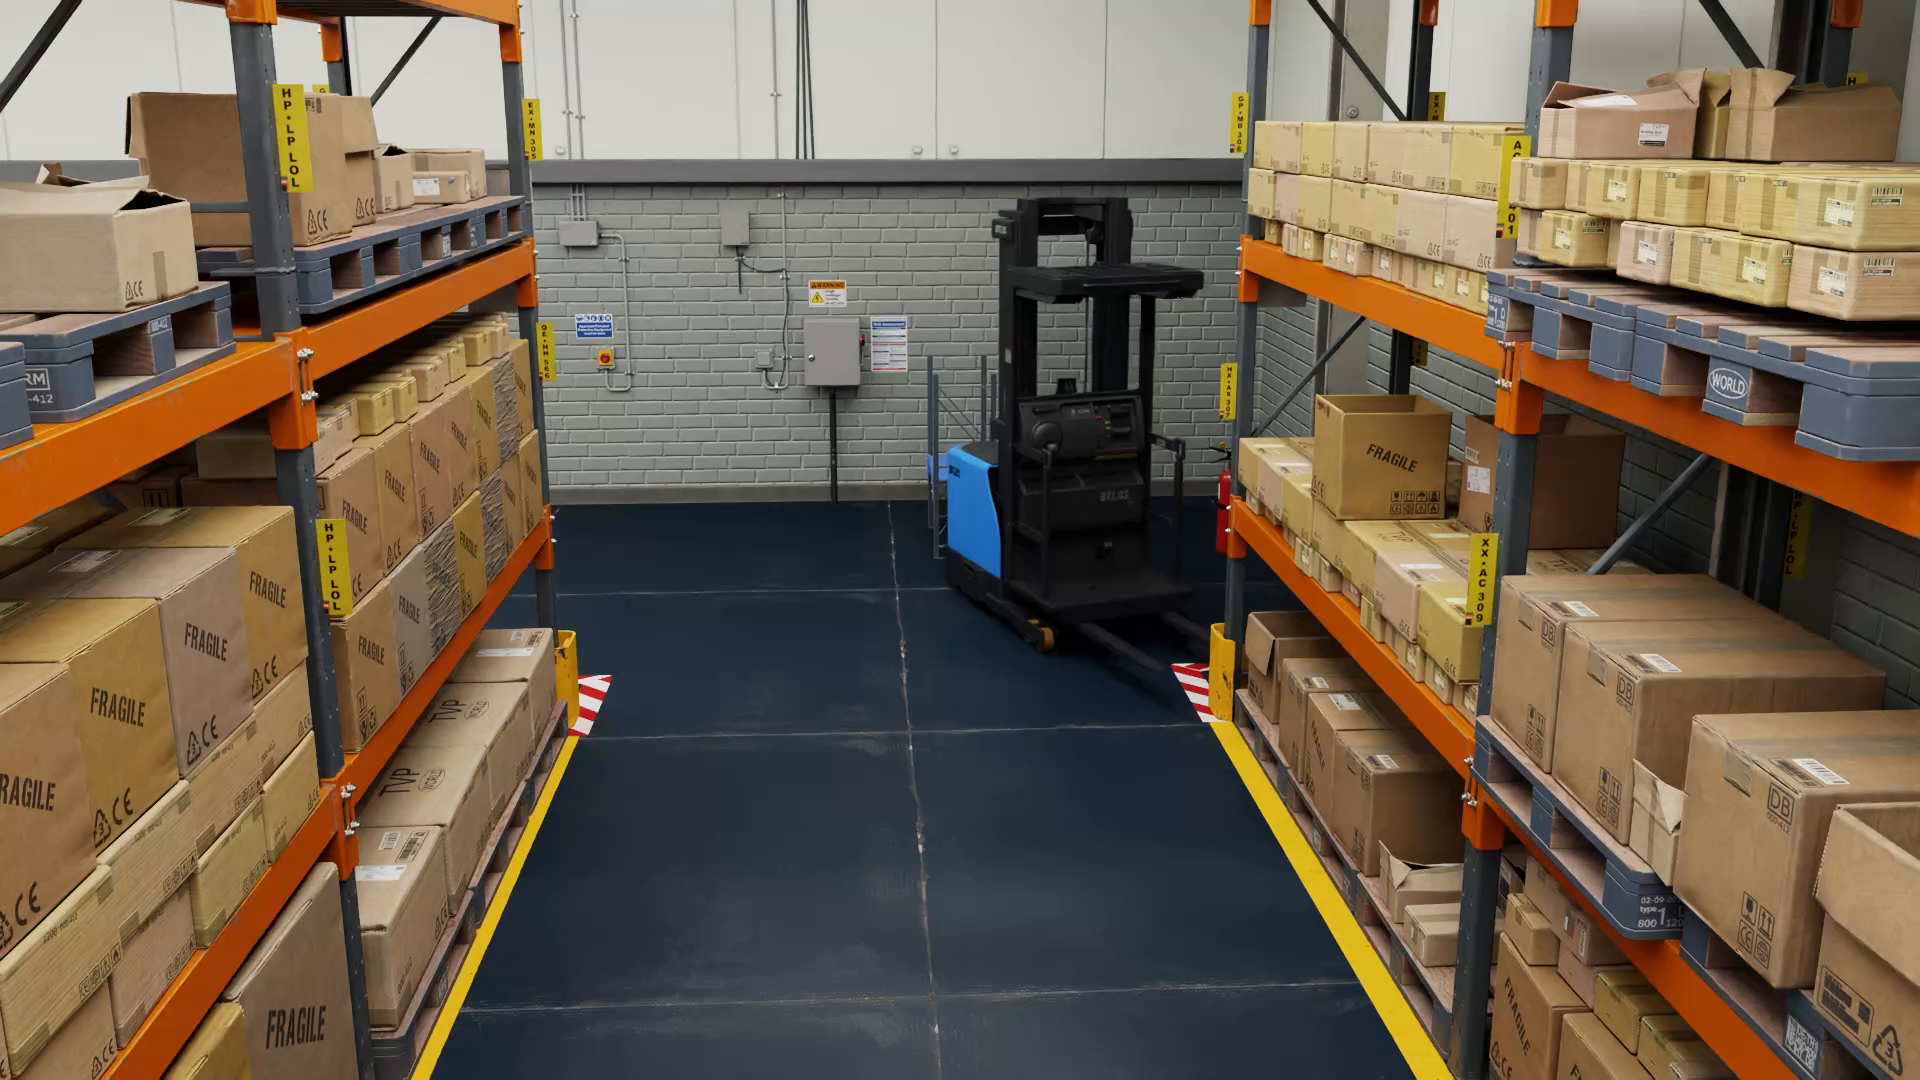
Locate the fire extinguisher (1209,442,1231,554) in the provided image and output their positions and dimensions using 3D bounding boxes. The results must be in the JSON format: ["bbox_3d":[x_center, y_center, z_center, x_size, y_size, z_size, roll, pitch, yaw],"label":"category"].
[{"bbox_3d":[1.626,-0.260,9.922,0.296,0.674,0.183,-1,14,-3],"label":"fire extinguisher"}]

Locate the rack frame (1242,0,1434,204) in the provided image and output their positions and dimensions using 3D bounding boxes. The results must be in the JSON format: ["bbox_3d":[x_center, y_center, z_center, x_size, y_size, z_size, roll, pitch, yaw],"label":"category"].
[{"bbox_3d":[2.096,-3.354,9.004,1.000,3.000,0.127,-1,14,-3],"label":"rack frame"}]

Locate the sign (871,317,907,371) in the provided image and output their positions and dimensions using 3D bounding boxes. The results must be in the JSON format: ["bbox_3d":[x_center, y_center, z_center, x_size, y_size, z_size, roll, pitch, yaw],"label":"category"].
[{"bbox_3d":[-0.645,-1.783,15.126,0.329,0.494,0.001,-1,14,-3],"label":"sign"}]

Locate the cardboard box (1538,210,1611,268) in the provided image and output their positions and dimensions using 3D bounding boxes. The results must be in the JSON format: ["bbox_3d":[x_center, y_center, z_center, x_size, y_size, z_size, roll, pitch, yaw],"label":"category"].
[{"bbox_3d":[1.947,-0.892,4.913,0.380,0.149,0.250,-1,14,-3],"label":"cardboard box"}]

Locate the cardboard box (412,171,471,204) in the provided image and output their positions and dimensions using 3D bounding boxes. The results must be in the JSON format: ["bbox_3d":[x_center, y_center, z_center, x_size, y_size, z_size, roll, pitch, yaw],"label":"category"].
[{"bbox_3d":[-2.634,-1.741,8.213,0.380,0.149,0.250,-2,15,-8],"label":"cardboard box"}]

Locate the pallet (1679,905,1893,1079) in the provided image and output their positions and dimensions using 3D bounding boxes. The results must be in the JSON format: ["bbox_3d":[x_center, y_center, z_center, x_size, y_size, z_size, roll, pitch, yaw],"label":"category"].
[{"bbox_3d":[2.467,1.150,3.923,1.003,0.211,1.213,-1,14,-3],"label":"pallet"}]

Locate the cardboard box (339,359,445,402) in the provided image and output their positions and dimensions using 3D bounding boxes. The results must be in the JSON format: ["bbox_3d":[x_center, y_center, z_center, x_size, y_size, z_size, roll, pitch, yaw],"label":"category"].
[{"bbox_3d":[-2.446,-0.685,7.160,0.380,0.149,0.250,-1,14,-3],"label":"cardboard box"}]

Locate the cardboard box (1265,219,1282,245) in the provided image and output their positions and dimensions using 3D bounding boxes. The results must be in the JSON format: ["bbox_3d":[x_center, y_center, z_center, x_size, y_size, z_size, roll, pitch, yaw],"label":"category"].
[{"bbox_3d":[1.884,-1.697,9.087,0.380,0.149,0.250,-1,14,-2],"label":"cardboard box"}]

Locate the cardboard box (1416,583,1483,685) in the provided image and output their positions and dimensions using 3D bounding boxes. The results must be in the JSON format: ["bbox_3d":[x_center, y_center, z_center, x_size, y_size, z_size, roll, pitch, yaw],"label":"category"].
[{"bbox_3d":[2.069,0.351,6.345,0.500,0.250,0.500,-1,14,-2],"label":"cardboard box"}]

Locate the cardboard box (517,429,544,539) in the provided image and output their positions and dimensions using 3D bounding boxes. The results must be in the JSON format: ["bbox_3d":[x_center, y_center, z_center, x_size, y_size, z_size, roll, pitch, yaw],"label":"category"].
[{"bbox_3d":[-2.564,-0.304,8.988,0.500,0.500,0.500,-1,14,-3],"label":"cardboard box"}]

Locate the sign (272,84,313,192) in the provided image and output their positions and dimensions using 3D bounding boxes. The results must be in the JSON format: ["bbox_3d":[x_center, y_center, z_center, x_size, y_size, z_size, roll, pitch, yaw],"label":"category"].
[{"bbox_3d":[-2.069,-1.243,5.149,0.100,0.325,0.005,-1,14,-3],"label":"sign"}]

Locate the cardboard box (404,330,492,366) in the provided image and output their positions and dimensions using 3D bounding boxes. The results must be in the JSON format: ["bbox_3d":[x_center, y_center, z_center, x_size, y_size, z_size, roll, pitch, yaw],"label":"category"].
[{"bbox_3d":[-2.522,-0.943,8.163,0.380,0.149,0.250,-1,14,-2],"label":"cardboard box"}]

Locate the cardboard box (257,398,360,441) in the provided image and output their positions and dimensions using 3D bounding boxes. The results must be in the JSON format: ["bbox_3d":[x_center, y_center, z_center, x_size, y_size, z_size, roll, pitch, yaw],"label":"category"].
[{"bbox_3d":[-2.460,-0.432,6.178,0.380,0.149,0.250,-1,14,-4],"label":"cardboard box"}]

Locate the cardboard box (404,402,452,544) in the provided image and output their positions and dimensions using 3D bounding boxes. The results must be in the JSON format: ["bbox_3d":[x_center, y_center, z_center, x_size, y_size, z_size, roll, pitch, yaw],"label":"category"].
[{"bbox_3d":[-2.443,-0.285,6.906,0.500,0.500,0.500,-1,14,-2],"label":"cardboard box"}]

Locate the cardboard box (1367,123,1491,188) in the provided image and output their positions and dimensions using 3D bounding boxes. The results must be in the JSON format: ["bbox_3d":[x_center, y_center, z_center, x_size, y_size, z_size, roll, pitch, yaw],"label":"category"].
[{"bbox_3d":[2.009,-1.595,6.885,0.500,0.250,0.500,-1,14,-2],"label":"cardboard box"}]

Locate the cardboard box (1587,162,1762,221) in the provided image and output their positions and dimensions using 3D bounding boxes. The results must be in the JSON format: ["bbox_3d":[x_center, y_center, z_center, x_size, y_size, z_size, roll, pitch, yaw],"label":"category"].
[{"bbox_3d":[1.986,-0.971,4.625,0.380,0.149,0.250,-1,14,-4],"label":"cardboard box"}]

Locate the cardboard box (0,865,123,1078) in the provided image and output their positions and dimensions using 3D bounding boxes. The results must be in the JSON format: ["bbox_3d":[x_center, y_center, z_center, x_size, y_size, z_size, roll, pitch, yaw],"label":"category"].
[{"bbox_3d":[-2.215,0.940,3.652,0.500,0.250,0.500,-1,14,-2],"label":"cardboard box"}]

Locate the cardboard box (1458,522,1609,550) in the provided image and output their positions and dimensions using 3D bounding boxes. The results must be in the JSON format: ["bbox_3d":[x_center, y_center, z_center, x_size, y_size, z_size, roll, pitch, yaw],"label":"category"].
[{"bbox_3d":[2.515,0.094,7.345,0.500,0.250,0.500,-1,14,-2],"label":"cardboard box"}]

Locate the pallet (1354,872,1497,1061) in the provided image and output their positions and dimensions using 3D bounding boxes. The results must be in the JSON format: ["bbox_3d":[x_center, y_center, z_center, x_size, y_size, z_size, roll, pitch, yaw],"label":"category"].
[{"bbox_3d":[2.302,1.725,6.897,1.003,0.211,1.213,-1,14,-3],"label":"pallet"}]

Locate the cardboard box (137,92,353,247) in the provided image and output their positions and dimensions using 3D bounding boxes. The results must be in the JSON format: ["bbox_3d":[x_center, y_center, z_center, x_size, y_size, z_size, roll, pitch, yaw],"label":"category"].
[{"bbox_3d":[-2.437,-1.279,5.714,0.500,0.500,0.500,-1,14,-2],"label":"cardboard box"}]

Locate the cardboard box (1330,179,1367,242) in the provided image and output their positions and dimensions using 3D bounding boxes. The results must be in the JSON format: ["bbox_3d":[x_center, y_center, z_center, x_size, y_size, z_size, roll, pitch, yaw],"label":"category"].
[{"bbox_3d":[1.977,-1.477,7.430,0.500,0.250,0.500,-1,14,-4],"label":"cardboard box"}]

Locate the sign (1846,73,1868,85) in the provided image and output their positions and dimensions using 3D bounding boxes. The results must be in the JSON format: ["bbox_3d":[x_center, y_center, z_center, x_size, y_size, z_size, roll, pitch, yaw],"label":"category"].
[{"bbox_3d":[2.898,-1.358,5.435,0.100,0.325,0.005,-1,14,-3],"label":"sign"}]

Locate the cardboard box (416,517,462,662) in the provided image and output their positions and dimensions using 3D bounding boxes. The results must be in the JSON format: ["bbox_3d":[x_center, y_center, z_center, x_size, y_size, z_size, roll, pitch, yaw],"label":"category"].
[{"bbox_3d":[-2.429,0.205,7.009,0.500,0.500,0.500,-1,14,-3],"label":"cardboard box"}]

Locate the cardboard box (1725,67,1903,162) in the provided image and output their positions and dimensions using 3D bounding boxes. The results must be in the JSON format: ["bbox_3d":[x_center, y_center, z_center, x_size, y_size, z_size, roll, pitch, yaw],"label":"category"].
[{"bbox_3d":[2.481,-1.241,4.844,0.396,0.266,0.258,-1,14,-3],"label":"cardboard box"}]

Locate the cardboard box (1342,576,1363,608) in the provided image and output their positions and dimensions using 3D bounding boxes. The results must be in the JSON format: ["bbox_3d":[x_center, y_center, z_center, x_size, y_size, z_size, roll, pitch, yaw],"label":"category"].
[{"bbox_3d":[1.994,0.208,7.703,0.380,0.149,0.250,-1,14,-4],"label":"cardboard box"}]

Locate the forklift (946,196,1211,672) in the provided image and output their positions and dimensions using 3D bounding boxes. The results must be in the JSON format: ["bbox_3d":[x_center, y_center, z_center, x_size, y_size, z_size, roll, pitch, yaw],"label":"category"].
[{"bbox_3d":[0.921,-0.792,11.223,1.130,2.935,3.031,-6,16,-22],"label":"forklift"}]

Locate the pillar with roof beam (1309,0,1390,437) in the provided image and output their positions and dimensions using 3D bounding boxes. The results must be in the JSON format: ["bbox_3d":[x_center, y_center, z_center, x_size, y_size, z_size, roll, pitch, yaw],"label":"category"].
[{"bbox_3d":[-1.468,-3.972,11.406,9.100,9.000,0.400,-1,14,-3],"label":"pillar with roof beam"}]

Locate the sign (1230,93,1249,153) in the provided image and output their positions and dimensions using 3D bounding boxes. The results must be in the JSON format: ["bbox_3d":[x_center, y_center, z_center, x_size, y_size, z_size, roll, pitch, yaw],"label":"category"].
[{"bbox_3d":[1.554,-2.317,9.237,0.100,0.325,0.005,-1,14,-3],"label":"sign"}]

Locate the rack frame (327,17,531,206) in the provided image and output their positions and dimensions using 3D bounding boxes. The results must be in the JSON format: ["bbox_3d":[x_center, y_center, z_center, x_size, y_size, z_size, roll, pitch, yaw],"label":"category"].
[{"bbox_3d":[-2.858,-3.277,8.703,1.000,3.000,0.127,-1,14,-3],"label":"rack frame"}]

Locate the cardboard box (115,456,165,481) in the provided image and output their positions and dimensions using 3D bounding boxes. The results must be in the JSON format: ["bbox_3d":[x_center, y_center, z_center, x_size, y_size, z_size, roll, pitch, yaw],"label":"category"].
[{"bbox_3d":[-2.947,-0.295,5.645,0.380,0.149,0.250,-1,14,-5],"label":"cardboard box"}]

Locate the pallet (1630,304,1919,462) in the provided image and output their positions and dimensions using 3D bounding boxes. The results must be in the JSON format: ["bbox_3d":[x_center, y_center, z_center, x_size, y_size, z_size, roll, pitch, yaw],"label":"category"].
[{"bbox_3d":[2.381,-0.395,3.898,1.213,0.211,1.003,-1,14,-3],"label":"pallet"}]

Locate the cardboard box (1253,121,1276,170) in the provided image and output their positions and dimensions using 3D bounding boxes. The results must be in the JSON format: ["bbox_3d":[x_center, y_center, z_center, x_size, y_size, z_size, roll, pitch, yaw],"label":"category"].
[{"bbox_3d":[1.873,-2.101,8.854,0.500,0.250,0.500,-1,14,-4],"label":"cardboard box"}]

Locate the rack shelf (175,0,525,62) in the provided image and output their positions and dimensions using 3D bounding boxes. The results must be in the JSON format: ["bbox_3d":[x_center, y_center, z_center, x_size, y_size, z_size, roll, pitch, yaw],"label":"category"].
[{"bbox_3d":[-2.734,-2.237,6.909,1.077,0.370,4.000,-1,14,-3],"label":"rack shelf"}]

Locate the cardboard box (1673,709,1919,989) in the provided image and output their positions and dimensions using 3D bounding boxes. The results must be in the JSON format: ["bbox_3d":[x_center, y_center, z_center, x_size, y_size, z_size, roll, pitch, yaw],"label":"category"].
[{"bbox_3d":[2.231,0.742,4.081,0.700,0.500,0.500,-1,14,-4],"label":"cardboard box"}]

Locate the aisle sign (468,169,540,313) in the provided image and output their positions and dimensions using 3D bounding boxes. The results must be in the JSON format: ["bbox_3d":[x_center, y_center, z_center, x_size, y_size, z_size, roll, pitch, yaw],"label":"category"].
[{"bbox_3d":[-2.553,-1.653,9.215,0.394,0.787,0.004,-1,14,-3],"label":"aisle sign"}]

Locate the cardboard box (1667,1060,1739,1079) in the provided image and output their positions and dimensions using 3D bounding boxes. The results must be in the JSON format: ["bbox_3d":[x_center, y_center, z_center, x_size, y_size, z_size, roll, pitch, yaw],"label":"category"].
[{"bbox_3d":[2.231,1.594,4.683,0.380,0.149,0.250,-1,14,-4],"label":"cardboard box"}]

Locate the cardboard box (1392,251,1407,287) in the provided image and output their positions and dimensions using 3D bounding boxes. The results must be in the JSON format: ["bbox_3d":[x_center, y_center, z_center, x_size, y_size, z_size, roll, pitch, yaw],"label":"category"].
[{"bbox_3d":[2.009,-1.126,6.868,0.380,0.149,0.250,0,14,-2],"label":"cardboard box"}]

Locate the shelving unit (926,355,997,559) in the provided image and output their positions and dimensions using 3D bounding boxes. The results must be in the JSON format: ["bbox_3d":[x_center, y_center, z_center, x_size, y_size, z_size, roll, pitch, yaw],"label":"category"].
[{"bbox_3d":[0.005,-0.705,13.757,0.538,1.500,1.048,-1,14,-3],"label":"shelving unit"}]

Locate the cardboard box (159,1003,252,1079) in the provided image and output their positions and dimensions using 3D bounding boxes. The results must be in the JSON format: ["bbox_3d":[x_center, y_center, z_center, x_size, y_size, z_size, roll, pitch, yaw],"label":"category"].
[{"bbox_3d":[-2.428,1.826,4.329,0.875,0.875,0.875,0,14,-2],"label":"cardboard box"}]

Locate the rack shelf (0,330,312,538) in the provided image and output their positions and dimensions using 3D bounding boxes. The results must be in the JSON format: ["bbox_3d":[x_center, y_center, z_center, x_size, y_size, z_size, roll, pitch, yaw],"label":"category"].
[{"bbox_3d":[-2.486,0.016,3.367,1.077,0.370,4.000,-1,14,-3],"label":"rack shelf"}]

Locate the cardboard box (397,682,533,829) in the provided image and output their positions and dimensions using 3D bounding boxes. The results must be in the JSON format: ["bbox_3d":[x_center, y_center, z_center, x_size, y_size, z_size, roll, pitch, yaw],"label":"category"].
[{"bbox_3d":[-2.652,1.056,8.201,0.875,0.438,0.875,0,14,-2],"label":"cardboard box"}]

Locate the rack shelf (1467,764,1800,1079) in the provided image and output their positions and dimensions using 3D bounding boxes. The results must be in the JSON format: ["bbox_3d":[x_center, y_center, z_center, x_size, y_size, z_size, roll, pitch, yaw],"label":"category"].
[{"bbox_3d":[2.468,1.392,4.042,1.077,0.370,4.000,-1,14,-3],"label":"rack shelf"}]

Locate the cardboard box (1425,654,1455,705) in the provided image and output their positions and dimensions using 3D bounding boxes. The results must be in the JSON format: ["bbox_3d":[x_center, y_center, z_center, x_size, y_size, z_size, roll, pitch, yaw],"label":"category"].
[{"bbox_3d":[2.034,0.528,6.460,0.380,0.149,0.250,0,14,-2],"label":"cardboard box"}]

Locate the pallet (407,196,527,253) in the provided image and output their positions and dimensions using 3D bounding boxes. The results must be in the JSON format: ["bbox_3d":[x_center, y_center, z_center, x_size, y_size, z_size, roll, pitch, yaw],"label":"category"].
[{"bbox_3d":[-2.802,-1.597,8.371,1.003,0.211,1.213,-1,14,-3],"label":"pallet"}]

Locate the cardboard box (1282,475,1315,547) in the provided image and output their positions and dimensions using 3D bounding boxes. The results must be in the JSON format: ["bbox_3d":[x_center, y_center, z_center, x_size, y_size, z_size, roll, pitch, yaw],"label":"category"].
[{"bbox_3d":[1.921,-0.152,8.302,0.500,0.250,0.500,-1,14,-4],"label":"cardboard box"}]

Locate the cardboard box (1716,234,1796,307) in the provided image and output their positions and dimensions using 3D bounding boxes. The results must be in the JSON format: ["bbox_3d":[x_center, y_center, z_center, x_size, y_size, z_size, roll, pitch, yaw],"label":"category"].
[{"bbox_3d":[2.038,-0.639,3.933,0.380,0.149,0.250,-1,14,-2],"label":"cardboard box"}]

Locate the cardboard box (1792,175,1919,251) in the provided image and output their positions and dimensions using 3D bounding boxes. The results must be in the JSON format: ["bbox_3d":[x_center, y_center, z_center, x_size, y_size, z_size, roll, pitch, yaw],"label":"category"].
[{"bbox_3d":[2.079,-0.718,3.641,0.380,0.149,0.250,-1,14,-3],"label":"cardboard box"}]

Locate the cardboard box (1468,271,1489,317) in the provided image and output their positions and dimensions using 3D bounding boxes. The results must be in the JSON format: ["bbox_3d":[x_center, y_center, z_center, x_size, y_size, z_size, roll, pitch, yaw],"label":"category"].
[{"bbox_3d":[2.027,-0.870,5.873,0.380,0.149,0.250,-1,14,-4],"label":"cardboard box"}]

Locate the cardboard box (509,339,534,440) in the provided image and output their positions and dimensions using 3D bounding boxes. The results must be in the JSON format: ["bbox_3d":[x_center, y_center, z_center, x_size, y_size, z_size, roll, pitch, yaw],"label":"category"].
[{"bbox_3d":[-2.590,-0.788,8.862,0.500,0.500,0.500,0,14,-2],"label":"cardboard box"}]

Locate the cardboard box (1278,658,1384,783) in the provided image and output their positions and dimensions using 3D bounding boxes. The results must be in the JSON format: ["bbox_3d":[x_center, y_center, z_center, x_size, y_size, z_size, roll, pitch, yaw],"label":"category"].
[{"bbox_3d":[2.053,0.925,8.586,0.700,0.500,0.500,0,14,-1],"label":"cardboard box"}]

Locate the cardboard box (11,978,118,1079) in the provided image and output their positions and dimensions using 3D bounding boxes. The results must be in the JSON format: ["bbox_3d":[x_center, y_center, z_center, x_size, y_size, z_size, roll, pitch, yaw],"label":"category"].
[{"bbox_3d":[-2.252,1.184,3.704,0.500,0.250,0.500,-1,14,-3],"label":"cardboard box"}]

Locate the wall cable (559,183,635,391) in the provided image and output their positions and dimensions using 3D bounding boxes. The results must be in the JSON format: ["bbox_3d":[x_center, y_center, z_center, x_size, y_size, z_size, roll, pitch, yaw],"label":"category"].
[{"bbox_3d":[-3.231,-2.281,14.769,0.585,1.953,0.123,-1,14,-3],"label":"wall cable"}]

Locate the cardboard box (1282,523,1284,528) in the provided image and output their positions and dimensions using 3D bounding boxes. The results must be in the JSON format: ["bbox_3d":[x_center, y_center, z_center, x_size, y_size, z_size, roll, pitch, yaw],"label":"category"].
[{"bbox_3d":[1.955,-0.114,8.954,0.380,0.149,0.250,-1,14,-4],"label":"cardboard box"}]

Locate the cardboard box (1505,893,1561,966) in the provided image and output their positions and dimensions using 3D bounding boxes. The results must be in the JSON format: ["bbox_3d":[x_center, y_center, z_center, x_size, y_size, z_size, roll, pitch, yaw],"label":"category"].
[{"bbox_3d":[2.100,1.332,5.701,0.380,0.149,0.250,0,14,-1],"label":"cardboard box"}]

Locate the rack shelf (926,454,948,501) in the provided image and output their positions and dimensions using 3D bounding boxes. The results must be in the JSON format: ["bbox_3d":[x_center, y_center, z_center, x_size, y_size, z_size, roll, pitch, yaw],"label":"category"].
[{"bbox_3d":[0.005,-0.531,13.802,0.538,0.185,1.000,-1,14,-3],"label":"rack shelf"}]

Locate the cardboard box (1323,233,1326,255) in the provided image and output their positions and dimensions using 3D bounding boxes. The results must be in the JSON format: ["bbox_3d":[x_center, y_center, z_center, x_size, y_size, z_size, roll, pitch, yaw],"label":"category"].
[{"bbox_3d":[1.938,-1.379,7.851,0.380,0.149,0.250,-1,14,-4],"label":"cardboard box"}]

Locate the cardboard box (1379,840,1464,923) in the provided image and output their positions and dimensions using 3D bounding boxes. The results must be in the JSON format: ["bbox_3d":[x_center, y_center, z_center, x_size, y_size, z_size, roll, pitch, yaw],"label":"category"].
[{"bbox_3d":[1.994,1.444,7.040,0.396,0.266,0.258,0,14,-1],"label":"cardboard box"}]

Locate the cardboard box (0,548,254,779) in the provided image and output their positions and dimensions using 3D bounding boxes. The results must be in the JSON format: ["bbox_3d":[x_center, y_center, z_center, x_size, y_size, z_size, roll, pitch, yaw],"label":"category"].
[{"bbox_3d":[-2.292,0.326,4.531,0.500,0.500,0.500,-1,14,-2],"label":"cardboard box"}]

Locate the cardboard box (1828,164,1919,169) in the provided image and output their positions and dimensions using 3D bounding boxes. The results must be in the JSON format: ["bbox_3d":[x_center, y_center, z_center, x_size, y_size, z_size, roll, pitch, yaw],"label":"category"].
[{"bbox_3d":[2.548,-0.918,4.417,0.380,0.149,0.250,0,14,-2],"label":"cardboard box"}]
